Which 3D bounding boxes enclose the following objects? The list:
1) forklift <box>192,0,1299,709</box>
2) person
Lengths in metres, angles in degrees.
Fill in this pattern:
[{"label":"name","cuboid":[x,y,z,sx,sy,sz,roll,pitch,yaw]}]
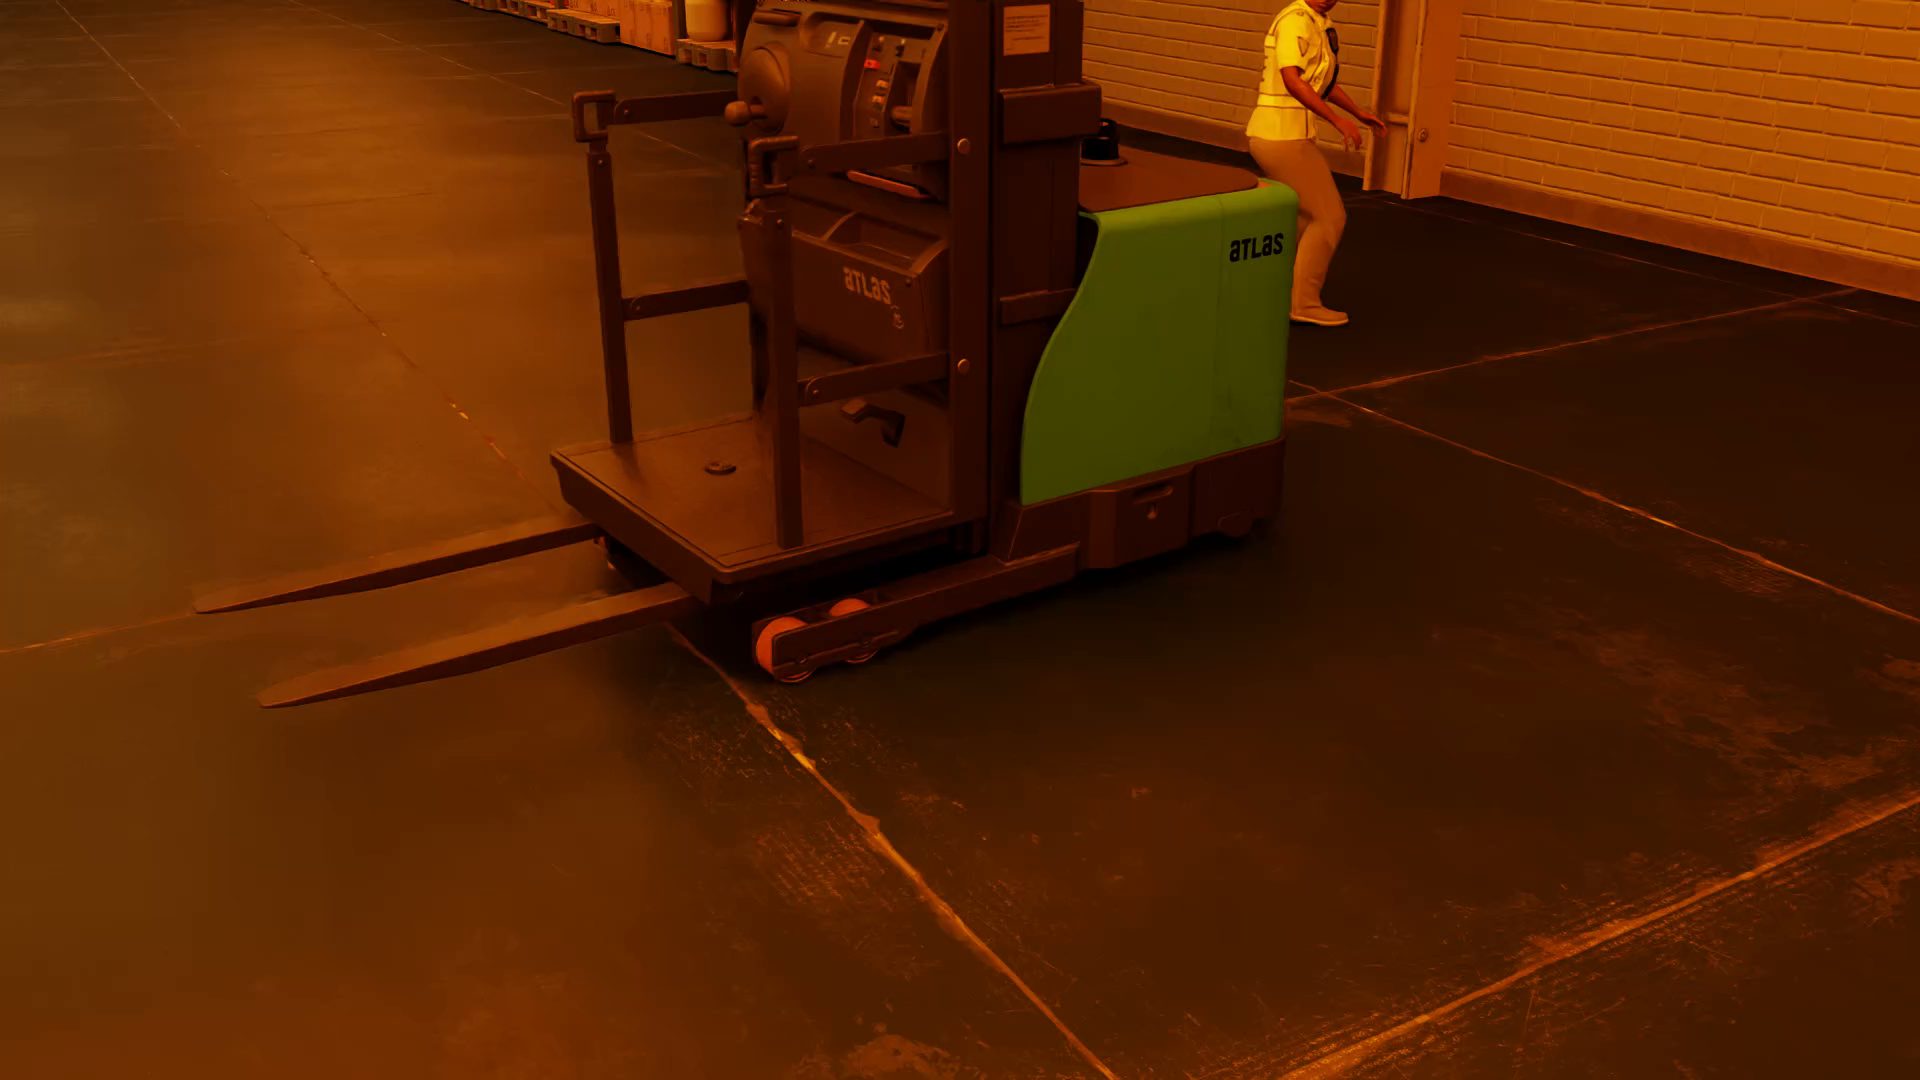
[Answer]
[{"label":"forklift","cuboid":[-0.494,-1.219,4.243,3.031,2.935,1.130,-15,27,-32]},{"label":"person","cuboid":[1.575,-1.732,7.296,0.642,1.626,0.695,3,22,7]}]
